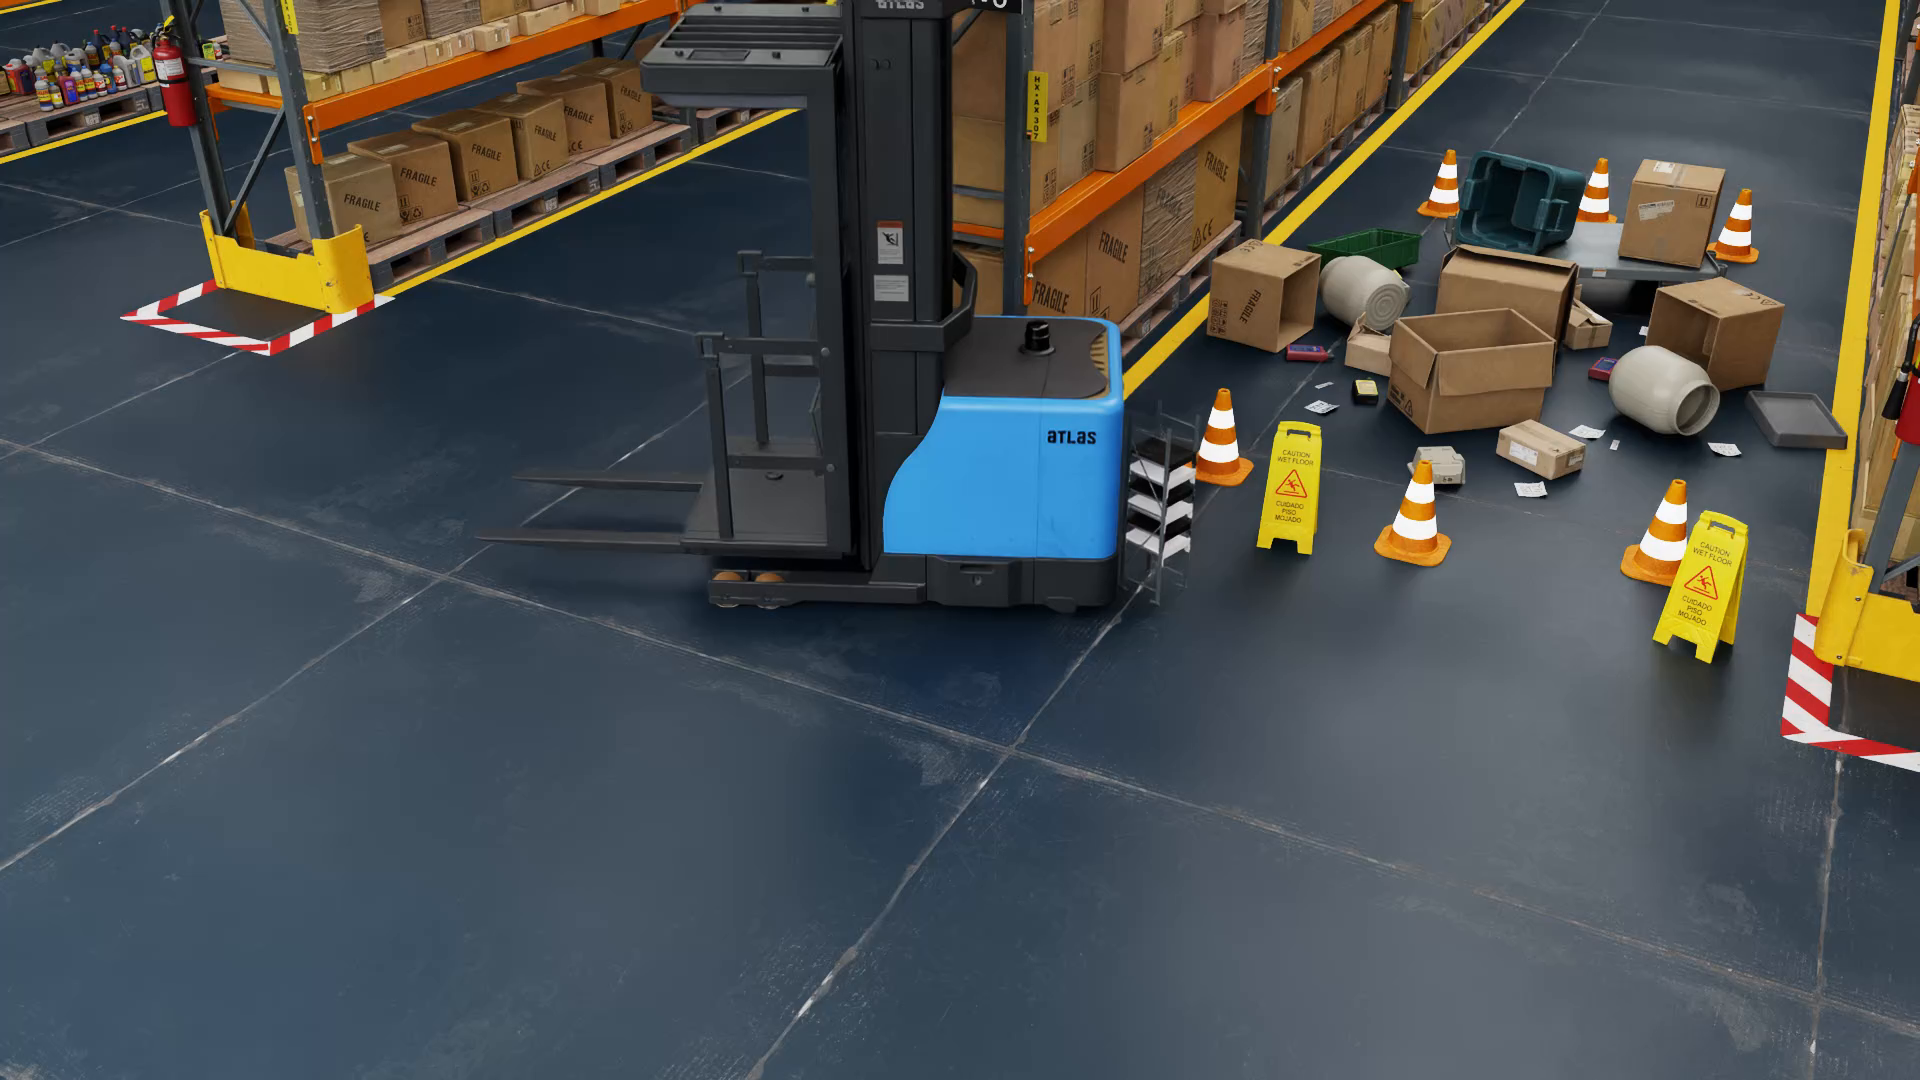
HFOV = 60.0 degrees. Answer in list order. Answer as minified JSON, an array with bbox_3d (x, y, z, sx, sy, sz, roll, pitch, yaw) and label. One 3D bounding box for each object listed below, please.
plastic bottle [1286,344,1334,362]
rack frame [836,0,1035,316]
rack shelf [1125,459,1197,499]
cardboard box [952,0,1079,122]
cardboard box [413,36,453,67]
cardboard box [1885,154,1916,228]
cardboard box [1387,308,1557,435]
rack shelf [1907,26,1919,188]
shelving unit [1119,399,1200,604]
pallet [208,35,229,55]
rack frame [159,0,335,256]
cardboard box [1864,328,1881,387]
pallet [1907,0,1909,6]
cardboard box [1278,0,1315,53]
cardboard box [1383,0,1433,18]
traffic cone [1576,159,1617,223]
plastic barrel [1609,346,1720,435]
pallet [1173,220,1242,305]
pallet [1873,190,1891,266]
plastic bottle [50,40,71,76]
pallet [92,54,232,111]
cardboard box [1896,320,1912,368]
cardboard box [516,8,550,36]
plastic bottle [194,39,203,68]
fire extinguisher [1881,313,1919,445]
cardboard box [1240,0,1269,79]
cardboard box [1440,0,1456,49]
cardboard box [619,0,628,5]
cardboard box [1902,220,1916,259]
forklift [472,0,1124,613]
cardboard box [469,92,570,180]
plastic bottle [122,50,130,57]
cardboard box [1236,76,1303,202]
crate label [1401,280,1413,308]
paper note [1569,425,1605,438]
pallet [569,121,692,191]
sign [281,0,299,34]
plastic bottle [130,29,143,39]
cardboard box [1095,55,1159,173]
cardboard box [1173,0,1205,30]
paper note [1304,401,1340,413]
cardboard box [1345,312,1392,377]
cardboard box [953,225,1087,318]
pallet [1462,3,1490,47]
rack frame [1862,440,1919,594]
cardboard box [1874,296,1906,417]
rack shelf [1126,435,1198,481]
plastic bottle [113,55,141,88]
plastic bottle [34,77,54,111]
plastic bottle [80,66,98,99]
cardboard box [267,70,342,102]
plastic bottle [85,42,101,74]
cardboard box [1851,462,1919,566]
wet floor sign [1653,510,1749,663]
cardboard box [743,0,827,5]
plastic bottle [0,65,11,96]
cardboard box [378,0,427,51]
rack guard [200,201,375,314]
[{"bbox_3d":[2.142,-1.142,10.177,0.283,0.061,0.133,4,30,6],"label":"plastic bottle"},{"bbox_3d":[-0.127,-1.764,8.309,1.000,3.000,0.127,14,33,23],"label":"rack frame"},{"bbox_3d":[0.912,-0.297,7.569,0.200,0.077,0.258,-26,39,-38],"label":"rack shelf"},{"bbox_3d":[0.077,-2.453,8.274,0.875,0.550,0.550,14,33,23],"label":"cardboard box"},{"bbox_3d":[-3.680,-3.336,11.299,0.380,0.149,0.250,14,33,23],"label":"cardboard box"},{"bbox_3d":[7.025,-2.363,11.569,0.950,0.372,0.625,15,33,25],"label":"cardboard box"},{"bbox_3d":[2.872,-0.956,9.410,0.797,0.503,0.637,-7,31,-11],"label":"cardboard box"},{"bbox_3d":[7.059,-3.034,11.243,1.077,0.370,4.000,14,33,23],"label":"rack shelf"},{"bbox_3d":[0.912,-0.170,7.642,0.210,0.900,0.258,-26,39,-38],"label":"shelving unit"},{"bbox_3d":[-6.760,-4.978,16.707,1.003,0.211,1.213,14,33,23],"label":"pallet"},{"bbox_3d":[-4.496,-2.934,10.347,1.000,3.000,0.127,14,33,23],"label":"rack frame"},{"bbox_3d":[5.406,-1.009,9.335,0.500,0.250,0.500,16,34,26],"label":"cardboard box"},{"bbox_3d":[11.320,-6.197,18.830,1.003,0.211,1.213,14,33,23],"label":"pallet"},{"bbox_3d":[2.175,-3.753,11.672,0.500,0.500,0.500,15,33,24],"label":"cardboard box"},{"bbox_3d":[4.047,-4.984,15.253,0.500,0.250,0.500,13,32,21],"label":"cardboard box"},{"bbox_3d":[4.709,-2.582,12.281,0.336,0.463,0.334,14,33,23],"label":"traffic cone"},{"bbox_3d":[3.919,-0.828,9.266,0.421,0.421,0.512,-12,32,-20],"label":"plastic barrel"},{"bbox_3d":[1.280,-2.008,11.536,1.003,0.211,1.213,14,33,23],"label":"pallet"},{"bbox_3d":[7.056,-2.138,11.761,1.003,0.211,1.213,14,33,23],"label":"pallet"},{"bbox_3d":[-8.100,-4.337,15.008,0.144,0.351,0.185,14,33,23],"label":"plastic bottle"},{"bbox_3d":[-7.426,-4.333,15.584,1.003,0.211,1.213,14,33,23],"label":"pallet"},{"bbox_3d":[4.566,-0.874,7.695,0.380,0.149,0.250,15,33,25],"label":"cardboard box"},{"bbox_3d":[-3.206,-3.775,12.063,0.380,0.149,0.250,14,33,23],"label":"cardboard box"},{"bbox_3d":[-7.120,-4.522,15.330,0.144,0.351,0.185,13,32,22],"label":"plastic bottle"},{"bbox_3d":[3.864,-0.706,6.545,0.296,0.674,0.183,14,33,23],"label":"fire extinguisher"},{"bbox_3d":[1.538,-3.436,11.070,0.875,0.550,0.550,14,33,23],"label":"cardboard box"},{"bbox_3d":[4.523,-5.116,16.236,0.500,0.500,0.500,13,32,22],"label":"cardboard box"},{"bbox_3d":[-2.800,-4.230,12.857,0.380,0.149,0.250,14,33,23],"label":"cardboard box"},{"bbox_3d":[5.296,-1.585,8.933,0.380,0.149,0.250,16,33,25],"label":"cardboard box"},{"bbox_3d":[-0.765,-1.211,7.416,3.031,2.935,1.130,2,30,3],"label":"forklift"},{"bbox_3d":[-3.359,-3.088,12.704,0.500,0.500,0.500,11,32,19],"label":"cardboard box"},{"bbox_3d":[-7.457,-4.276,14.970,0.061,0.283,0.133,14,33,23],"label":"plastic bottle"},{"bbox_3d":[1.898,-3.039,12.368,1.050,0.750,0.750,14,33,23],"label":"cardboard box"},{"bbox_3d":[2.817,-1.636,10.961,0.298,0.136,0.250,-7,31,-11],"label":"crate label"},{"bbox_3d":[3.505,-0.606,9.287,0.142,0.019,0.148,-25,38,-36],"label":"paper note"},{"bbox_3d":[-2.948,-3.192,13.597,1.003,0.211,1.213,14,33,23],"label":"pallet"},{"bbox_3d":[-4.013,-3.186,9.917,0.100,0.325,0.005,14,33,23],"label":"sign"},{"bbox_3d":[-7.741,-4.649,15.627,0.152,0.276,0.135,16,33,25],"label":"plastic bottle"},{"bbox_3d":[0.600,-2.472,9.392,0.875,0.550,0.550,14,33,23],"label":"cardboard box"},{"bbox_3d":[0.981,-3.436,9.987,0.875,0.550,0.550,14,33,23],"label":"cardboard box"},{"bbox_3d":[2.080,-0.767,9.557,0.142,0.017,0.144,-25,38,-36],"label":"paper note"},{"bbox_3d":[2.552,-1.172,10.024,0.396,0.266,0.258,21,36,32],"label":"cardboard box"},{"bbox_3d":[0.123,-1.340,9.284,0.875,0.875,0.875,14,33,24],"label":"cardboard box"},{"bbox_3d":[4.987,-5.529,17.666,1.003,0.211,1.213,14,33,23],"label":"pallet"},{"bbox_3d":[4.326,-0.686,6.432,1.000,3.000,0.127,14,33,23],"label":"rack frame"},{"bbox_3d":[4.930,-0.869,8.338,0.500,0.500,0.500,14,33,22],"label":"cardboard box"},{"bbox_3d":[0.913,-0.375,7.524,0.200,0.077,0.258,-26,39,-38],"label":"rack shelf"},{"bbox_3d":[-7.432,-4.190,14.828,0.152,0.276,0.135,15,33,24],"label":"plastic bottle"},{"bbox_3d":[-7.802,-3.798,14.150,0.097,0.271,0.097,0,30,0],"label":"plastic bottle"},{"bbox_3d":[-7.600,-3.994,14.492,0.097,0.271,0.097,0,30,0],"label":"plastic bottle"},{"bbox_3d":[-4.154,-2.897,10.535,0.380,0.149,0.250,14,33,23],"label":"cardboard box"},{"bbox_3d":[-7.940,-4.417,15.228,0.097,0.271,0.097,0,30,0],"label":"plastic bottle"},{"bbox_3d":[4.466,-0.105,7.761,0.500,0.250,0.500,14,33,23],"label":"cardboard box"},{"bbox_3d":[3.287,0.177,7.294,0.232,0.644,0.267,-25,38,-36],"label":"wet floor sign"},{"bbox_3d":[-1.632,-4.784,15.637,0.700,0.500,0.500,17,34,27],"label":"cardboard box"},{"bbox_3d":[-8.422,-4.040,14.559,0.061,0.283,0.133,15,33,24],"label":"plastic bottle"},{"bbox_3d":[-4.100,-3.593,11.095,0.875,0.500,0.500,14,33,23],"label":"cardboard box"},{"bbox_3d":[-4.461,-1.884,11.028,1.175,0.500,0.348,14,33,23],"label":"rack guard"}]
